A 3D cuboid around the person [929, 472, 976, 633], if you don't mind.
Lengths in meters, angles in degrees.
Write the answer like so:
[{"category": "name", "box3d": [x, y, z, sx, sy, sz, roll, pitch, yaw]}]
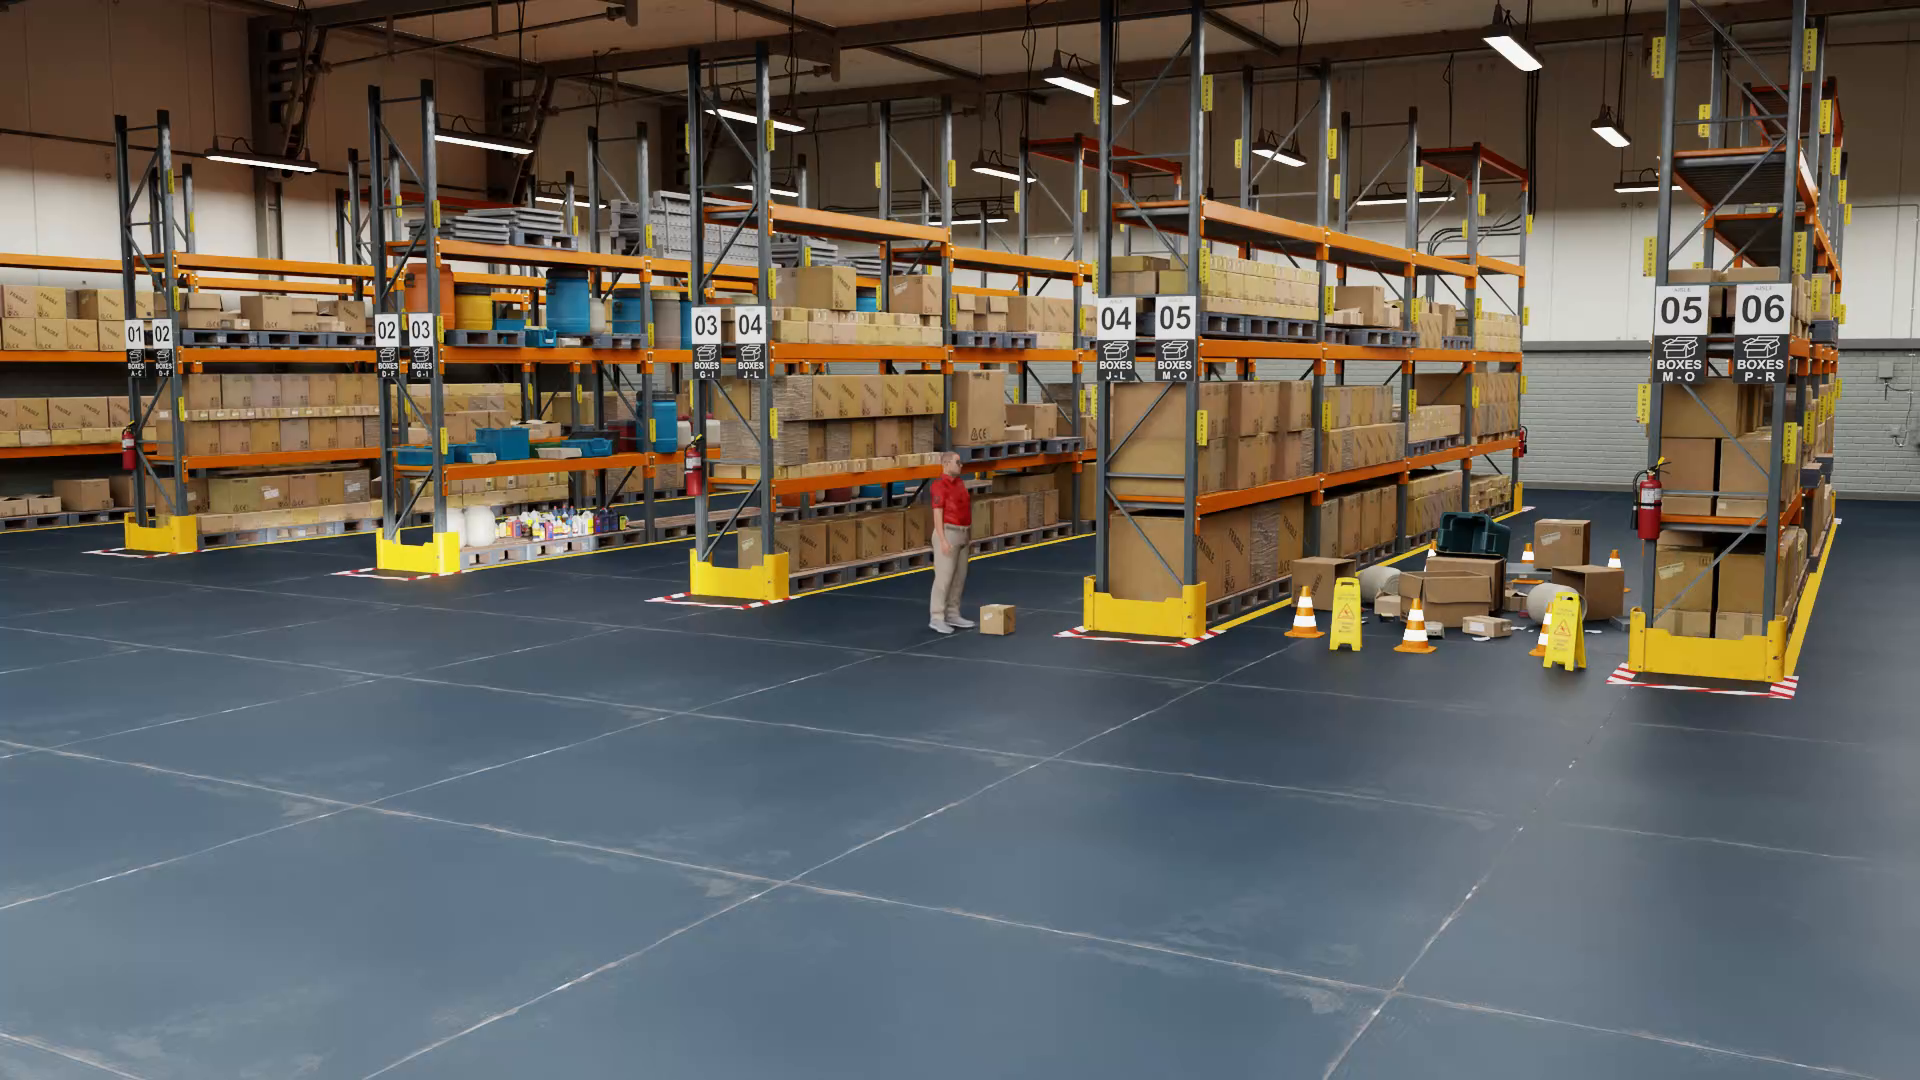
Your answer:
[{"category": "person", "box3d": [-0.063, 0.117, 16.176, 0.363, 1.548, 0.540, 3, 7, 29]}]
